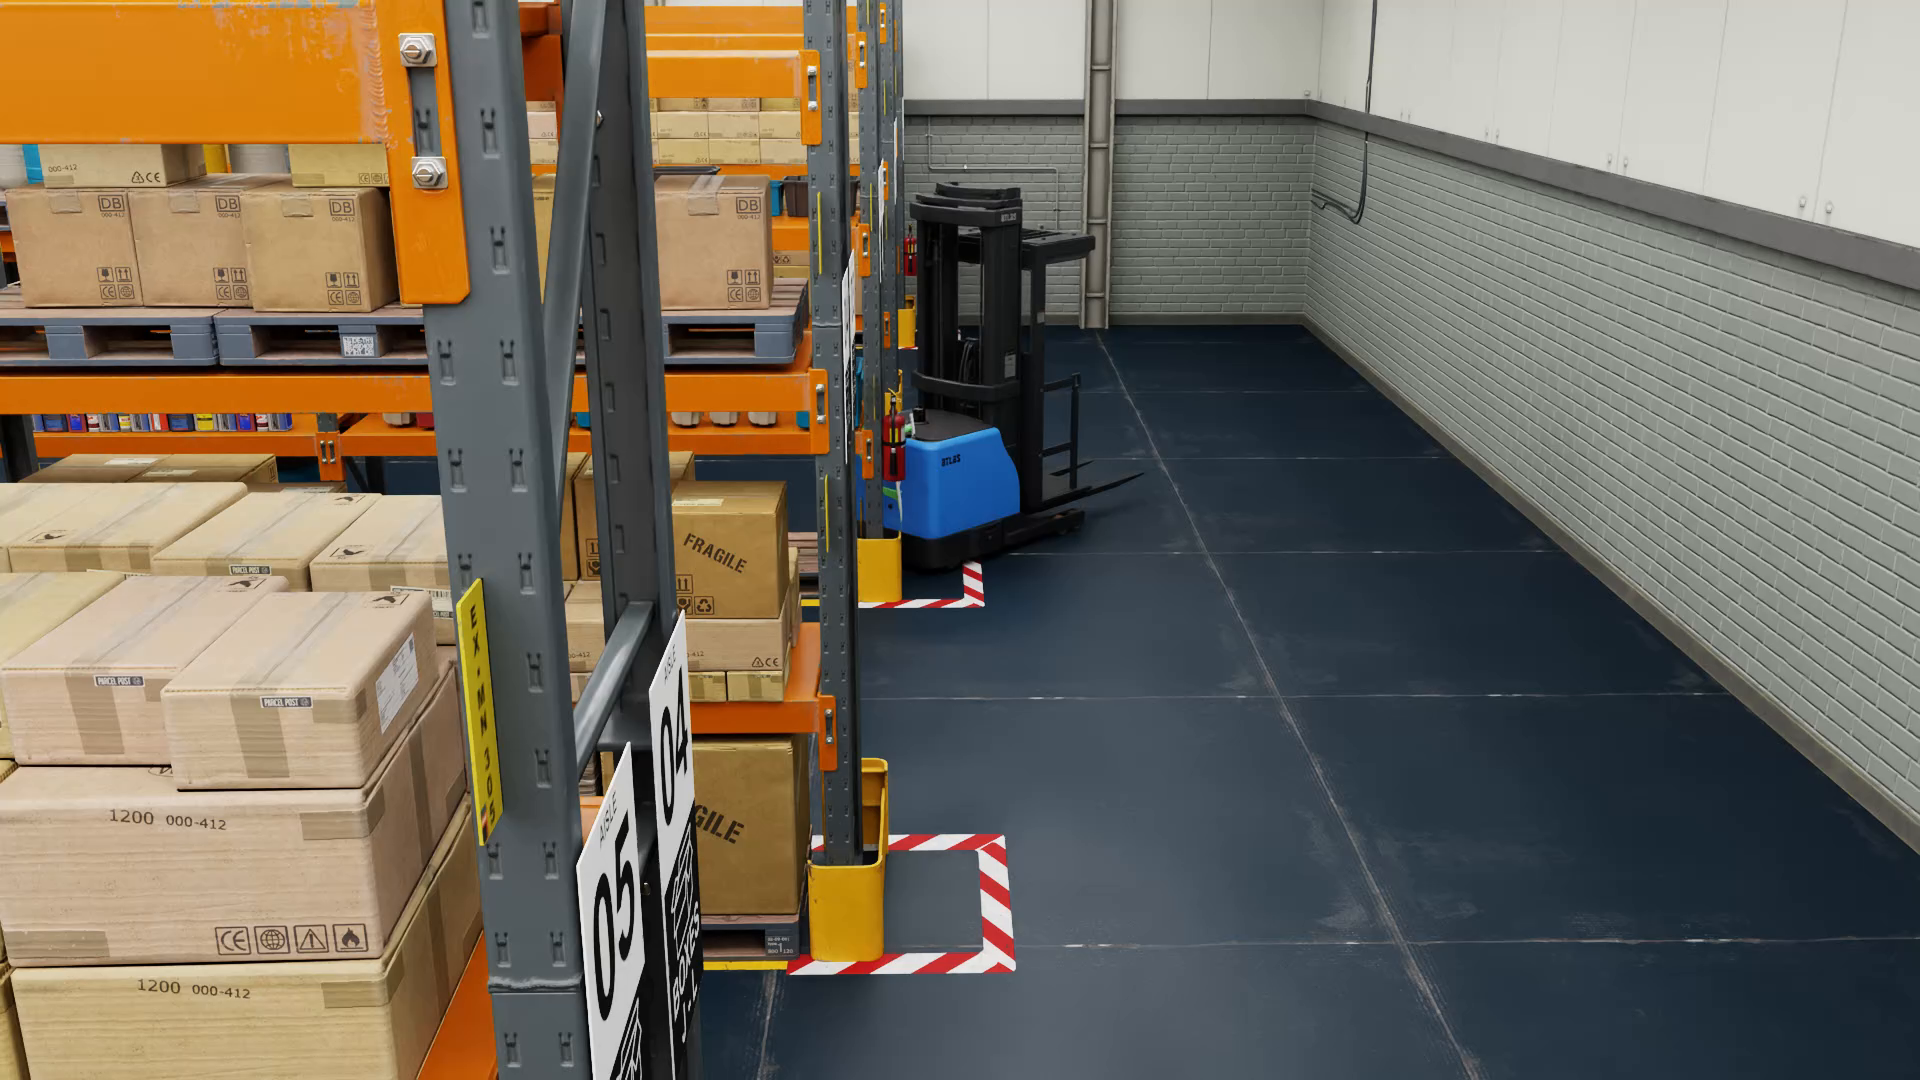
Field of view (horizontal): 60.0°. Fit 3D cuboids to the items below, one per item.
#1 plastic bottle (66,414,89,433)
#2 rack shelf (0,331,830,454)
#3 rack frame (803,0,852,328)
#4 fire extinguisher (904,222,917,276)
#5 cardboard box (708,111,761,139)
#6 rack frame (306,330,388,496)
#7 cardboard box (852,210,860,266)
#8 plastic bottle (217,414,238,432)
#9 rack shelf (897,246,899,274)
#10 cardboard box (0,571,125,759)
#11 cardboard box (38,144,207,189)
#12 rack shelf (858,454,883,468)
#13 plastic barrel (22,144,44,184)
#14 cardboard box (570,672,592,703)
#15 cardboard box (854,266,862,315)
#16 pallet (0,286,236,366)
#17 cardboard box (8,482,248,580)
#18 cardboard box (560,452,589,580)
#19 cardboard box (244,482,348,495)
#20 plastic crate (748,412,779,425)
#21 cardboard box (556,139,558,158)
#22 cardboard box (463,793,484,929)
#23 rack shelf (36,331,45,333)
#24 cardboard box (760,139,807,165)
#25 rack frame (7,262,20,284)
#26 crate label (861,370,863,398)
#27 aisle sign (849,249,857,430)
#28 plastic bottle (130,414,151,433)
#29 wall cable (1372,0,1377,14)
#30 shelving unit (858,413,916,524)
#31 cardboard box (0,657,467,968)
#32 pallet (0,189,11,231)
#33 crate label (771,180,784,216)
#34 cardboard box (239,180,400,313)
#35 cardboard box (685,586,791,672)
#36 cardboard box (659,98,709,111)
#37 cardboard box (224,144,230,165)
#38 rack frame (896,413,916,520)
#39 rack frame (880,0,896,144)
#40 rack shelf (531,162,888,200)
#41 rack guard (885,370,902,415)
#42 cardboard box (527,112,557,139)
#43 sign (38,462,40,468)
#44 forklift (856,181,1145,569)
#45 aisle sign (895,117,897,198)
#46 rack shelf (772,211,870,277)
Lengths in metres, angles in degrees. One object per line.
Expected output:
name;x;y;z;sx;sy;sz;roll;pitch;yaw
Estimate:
plastic bottle;-6.504;-0.933;12.237;0.133;0.283;0.061;0;18;-1
rack shelf;-2.570;-0.693;7.565;4.000;0.370;1.077;0;18;-1
rack frame;-0.571;-2.474;7.027;0.127;3.000;1.000;0;18;-1
fire extinguisher;-0.647;-3.801;21.723;0.183;0.674;0.296;0;18;-1
cardboard box;-2.233;-4.154;16.601;0.500;0.250;0.500;0;18;-1
rack frame;-4.648;-1.111;12.599;0.127;3.000;1.000;0;18;-1
cardboard box;-1.164;-3.080;16.938;0.500;0.500;0.500;0;18;-1
plastic bottle;-5.403;-0.949;12.299;0.135;0.276;0.152;0;18;-1
rack shelf;-2.805;-3.803;22.171;4.000;0.370;1.077;0;18;-1
cardboard box;-1.426;0.178;2.447;0.250;0.149;0.380;-1;18;-3
cardboard box;-3.630;-1.681;7.224;0.500;0.250;0.500;-1;18;-4
rack shelf;-0.569;-0.632;13.270;0.258;0.148;0.480;-24;30;-32
plastic barrel;-6.352;-2.923;11.829;0.708;0.901;0.600;0;18;-1
cardboard box;-1.683;0.608;7.652;0.250;0.149;0.380;0;18;0
cardboard box;-1.167;-2.605;17.094;0.500;0.500;0.500;0;18;1
pallet;-3.752;-0.985;7.441;1.213;0.211;1.003;0;18;-1
cardboard box;-1.448;0.020;2.937;0.250;0.149;0.380;0;18;-1
cardboard box;-2.073;-0.118;8.035;0.500;0.500;0.500;-1;18;-2
cardboard box;-3.074;0.047;7.522;0.500;0.500;0.500;-1;18;-3
plastic crate;-1.461;-0.974;12.505;0.243;0.136;0.396;0;18;-1
cardboard box;-3.733;-3.908;16.655;0.500;0.250;0.500;0;18;-1
cardboard box;-1.046;0.465;3.021;0.500;0.250;0.500;0;18;1
rack shelf;-10.722;-2.252;17.334;4.000;0.370;1.077;0;18;-1
cardboard box;-1.733;-3.917;16.684;0.500;0.250;0.500;0;18;-1
rack frame;-12.804;-4.098;21.911;0.127;3.000;1.000;0;18;-1
crate label;-0.901;-1.178;12.985;0.303;0.233;0.416;0;18;-1
aisle sign;-0.503;-0.947;7.833;0.004;0.787;0.394;0;18;-1
plastic bottle;-6.041;-0.946;12.289;0.135;0.276;0.152;0;18;-1
wall cable;4.898;-7.030;18.047;0.112;2.526;3.097;0;18;-1
shelving unit;-0.549;-0.474;13.344;0.258;1.200;0.503;-24;30;-32
cardboard box;-1.050;0.383;2.459;0.500;0.250;0.500;-1;18;-3
pallet;-6.564;-2.409;12.045;1.213;0.211;1.003;0;18;-1
crate label;-1.576;-2.582;12.517;0.502;0.251;0.408;0;18;-1
cardboard box;-2.726;-1.304;7.276;0.500;0.500;0.700;1;18;2
cardboard box;-1.051;0.396;7.661;0.500;0.250;0.500;-1;18;-2
cardboard box;-2.738;-4.602;16.771;0.500;0.500;0.700;0;18;-1
cardboard box;-7.257;-4.097;16.835;0.500;0.500;0.910;0;18;-1
rack frame;-0.399;-0.408;13.164;0.240;1.200;0.015;-24;30;-32
rack frame;-0.723;-5.499;16.459;0.127;3.000;1.000;0;18;-1
rack shelf;-2.723;-3.719;16.997;4.000;0.370;1.077;0;18;-1
rack guard;-0.799;-1.452;17.756;0.348;0.500;1.175;0;18;-1
cardboard box;-4.233;-4.145;16.574;0.500;0.250;0.500;0;18;-1
sign;-4.580;-0.217;8.267;0.005;0.325;0.100;0;18;-1
forklift;0.427;-1.537;14.039;1.130;2.935;3.031;16;24;40
aisle sign;-0.660;-3.971;17.258;0.004;0.787;0.394;0;18;-1
rack shelf;-2.649;-2.206;12.280;4.000;0.370;1.077;0;18;-1
